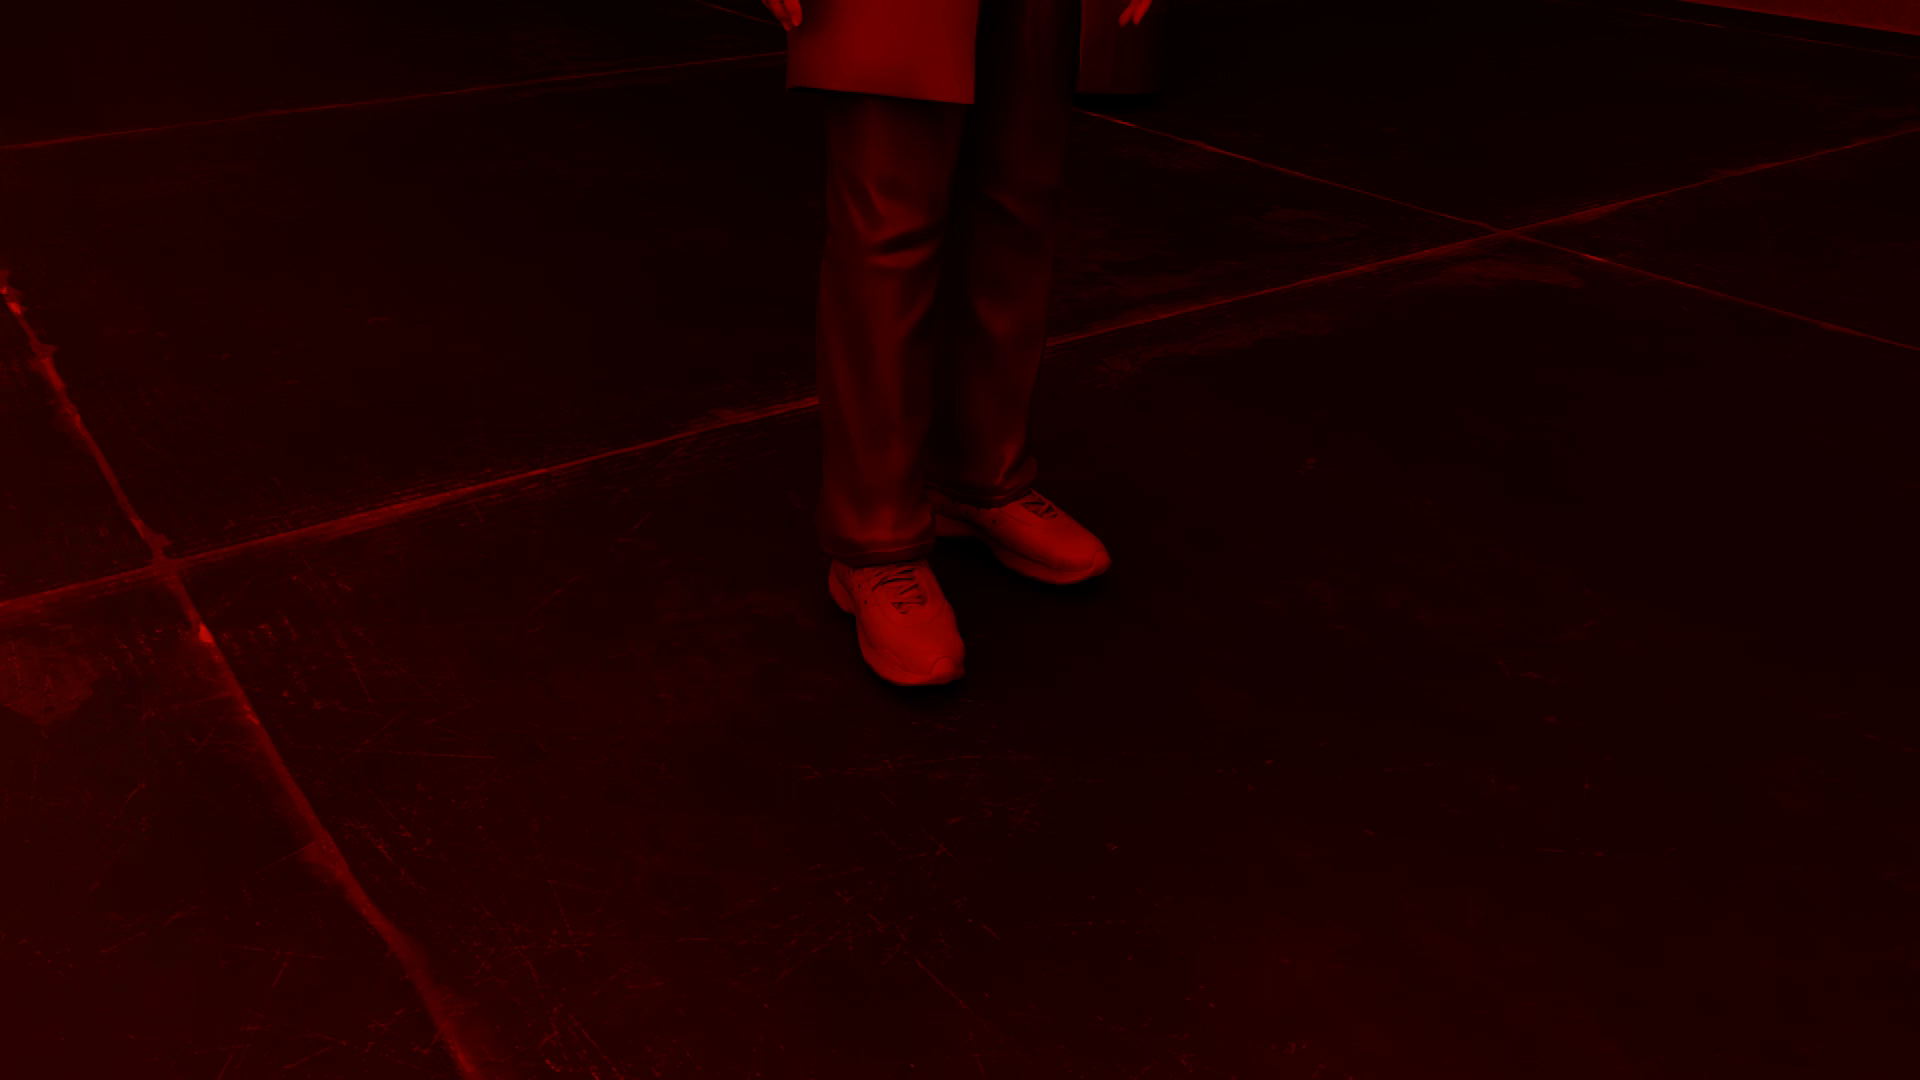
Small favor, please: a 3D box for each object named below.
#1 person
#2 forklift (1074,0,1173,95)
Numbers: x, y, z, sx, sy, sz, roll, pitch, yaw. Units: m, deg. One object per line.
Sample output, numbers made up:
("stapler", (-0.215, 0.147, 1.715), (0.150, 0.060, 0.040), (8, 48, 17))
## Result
("person", (0.048, -0.766, 2.029), (0.696, 1.775, 0.582), (-17, 31, -31))
("forklift", (0.174, -3.276, 5.761), (1.130, 2.935, 3.031), (1, 27, 3))
